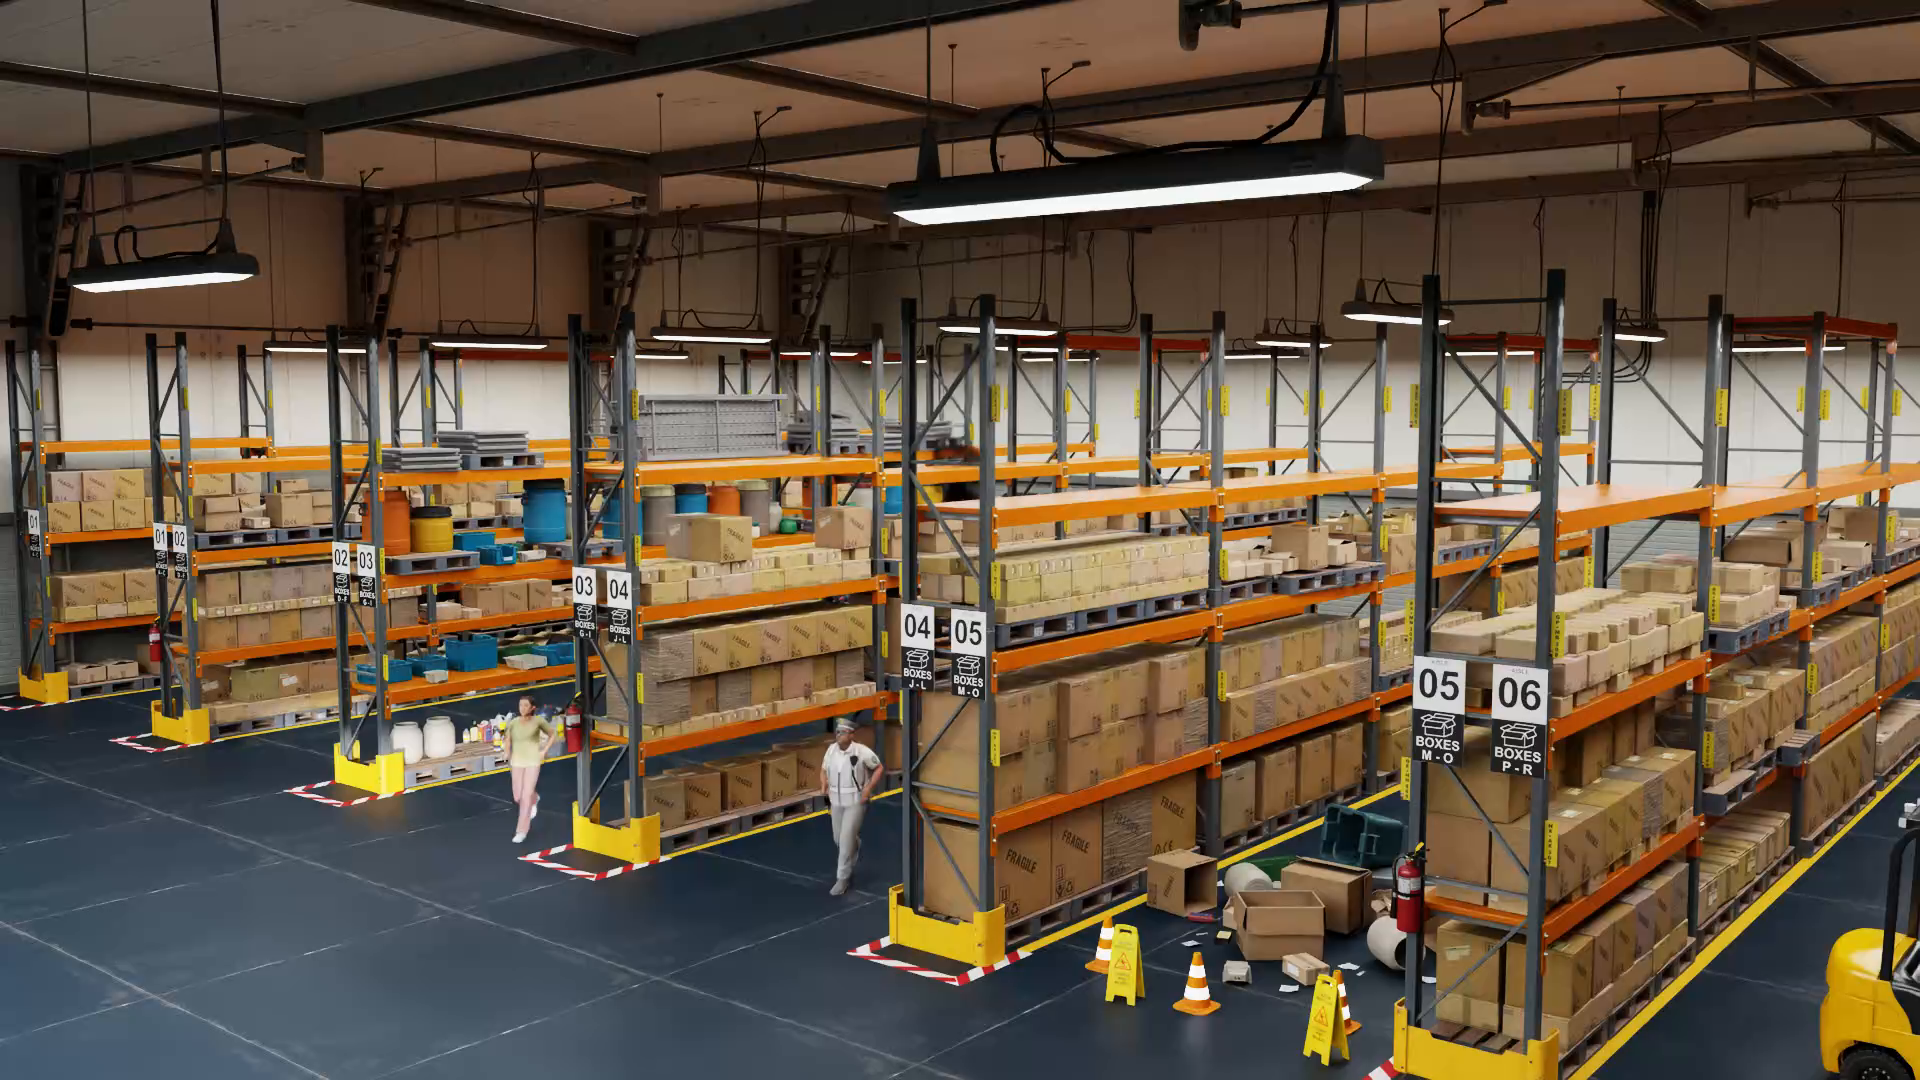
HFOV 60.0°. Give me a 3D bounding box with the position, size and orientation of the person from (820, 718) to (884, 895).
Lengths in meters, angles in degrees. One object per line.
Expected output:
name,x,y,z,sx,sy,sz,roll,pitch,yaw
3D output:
person,-1.143,2.728,17.411,0.672,1.793,0.918,2,6,24

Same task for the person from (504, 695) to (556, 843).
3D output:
person,-5.005,2.611,19.285,0.578,1.647,0.841,0,5,5
